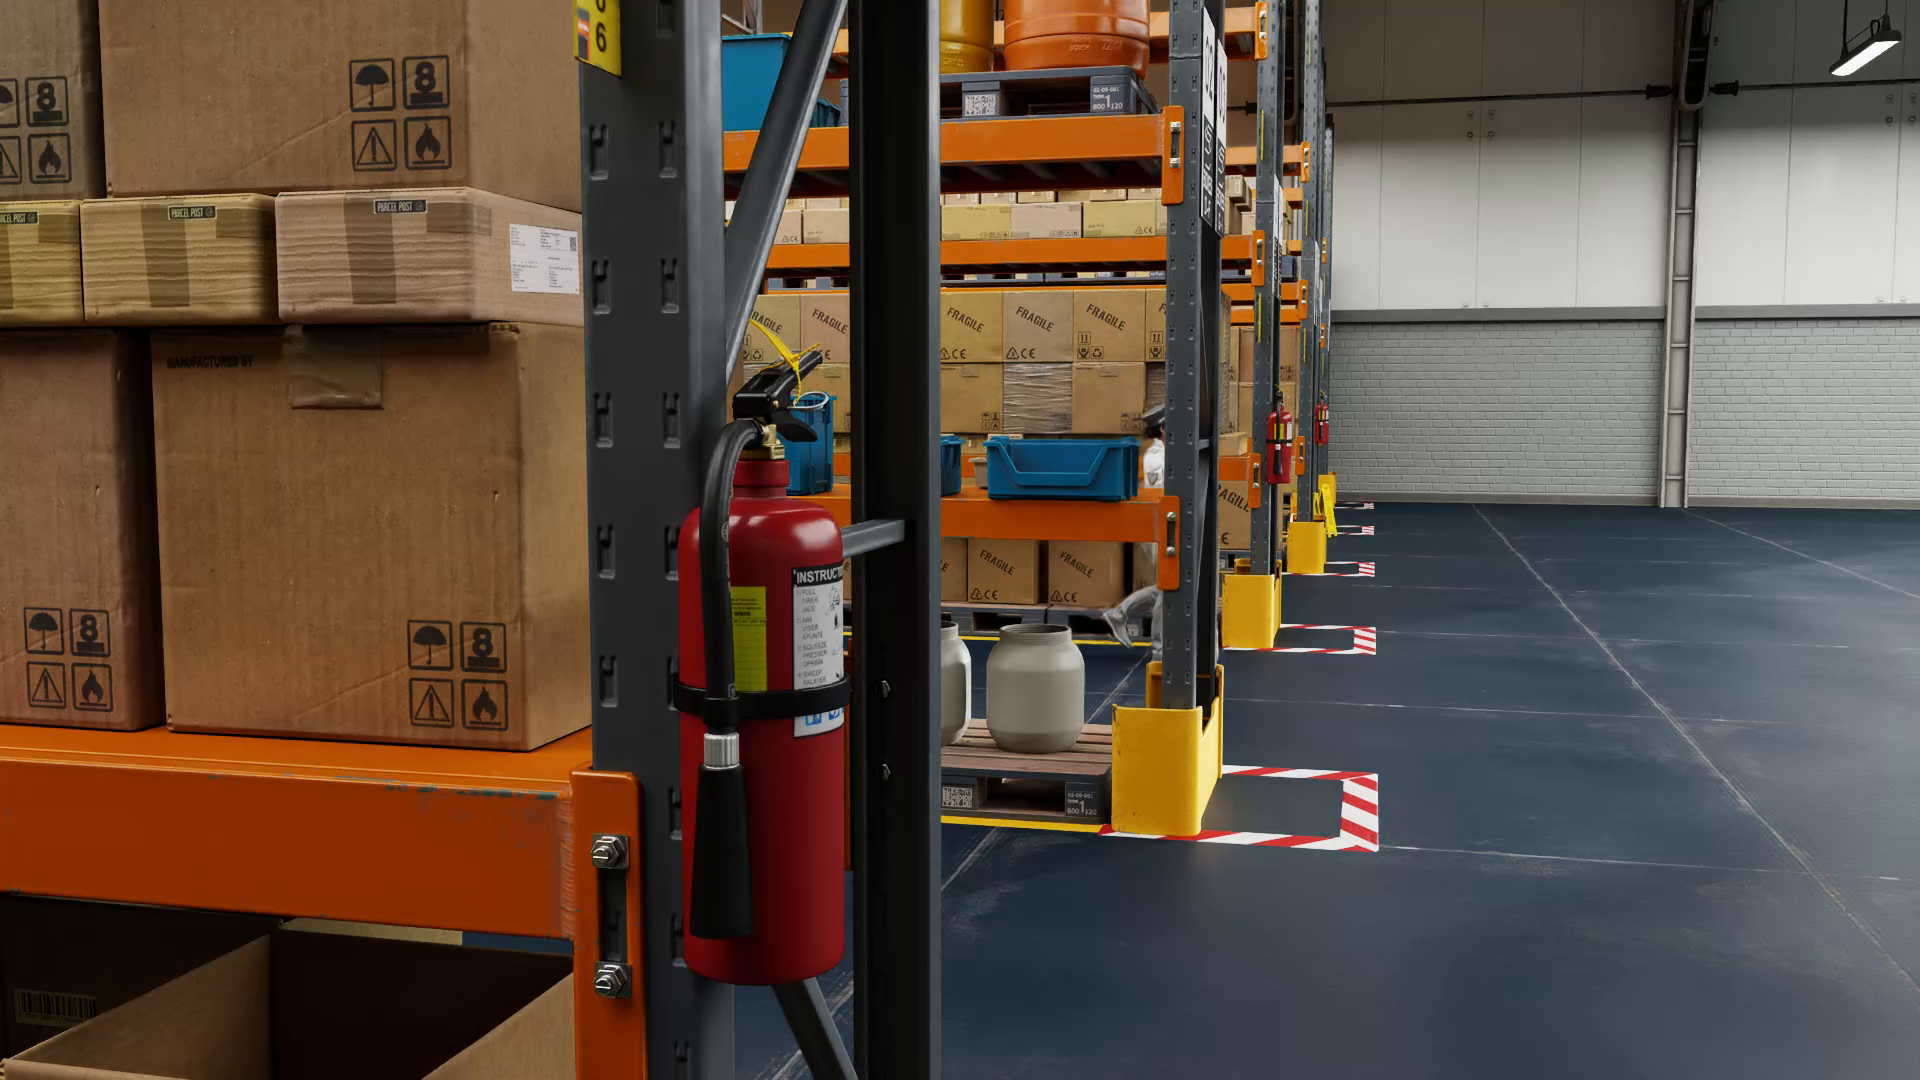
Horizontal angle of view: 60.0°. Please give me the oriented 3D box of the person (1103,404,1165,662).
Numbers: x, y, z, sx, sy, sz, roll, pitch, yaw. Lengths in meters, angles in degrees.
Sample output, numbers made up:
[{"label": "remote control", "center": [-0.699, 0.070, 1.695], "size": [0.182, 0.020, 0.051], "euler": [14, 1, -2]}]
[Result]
[{"label": "person", "center": [1.212, -0.056, 10.601], "size": [0.653, 1.672, 0.485], "euler": [2, 5, 18]}]
